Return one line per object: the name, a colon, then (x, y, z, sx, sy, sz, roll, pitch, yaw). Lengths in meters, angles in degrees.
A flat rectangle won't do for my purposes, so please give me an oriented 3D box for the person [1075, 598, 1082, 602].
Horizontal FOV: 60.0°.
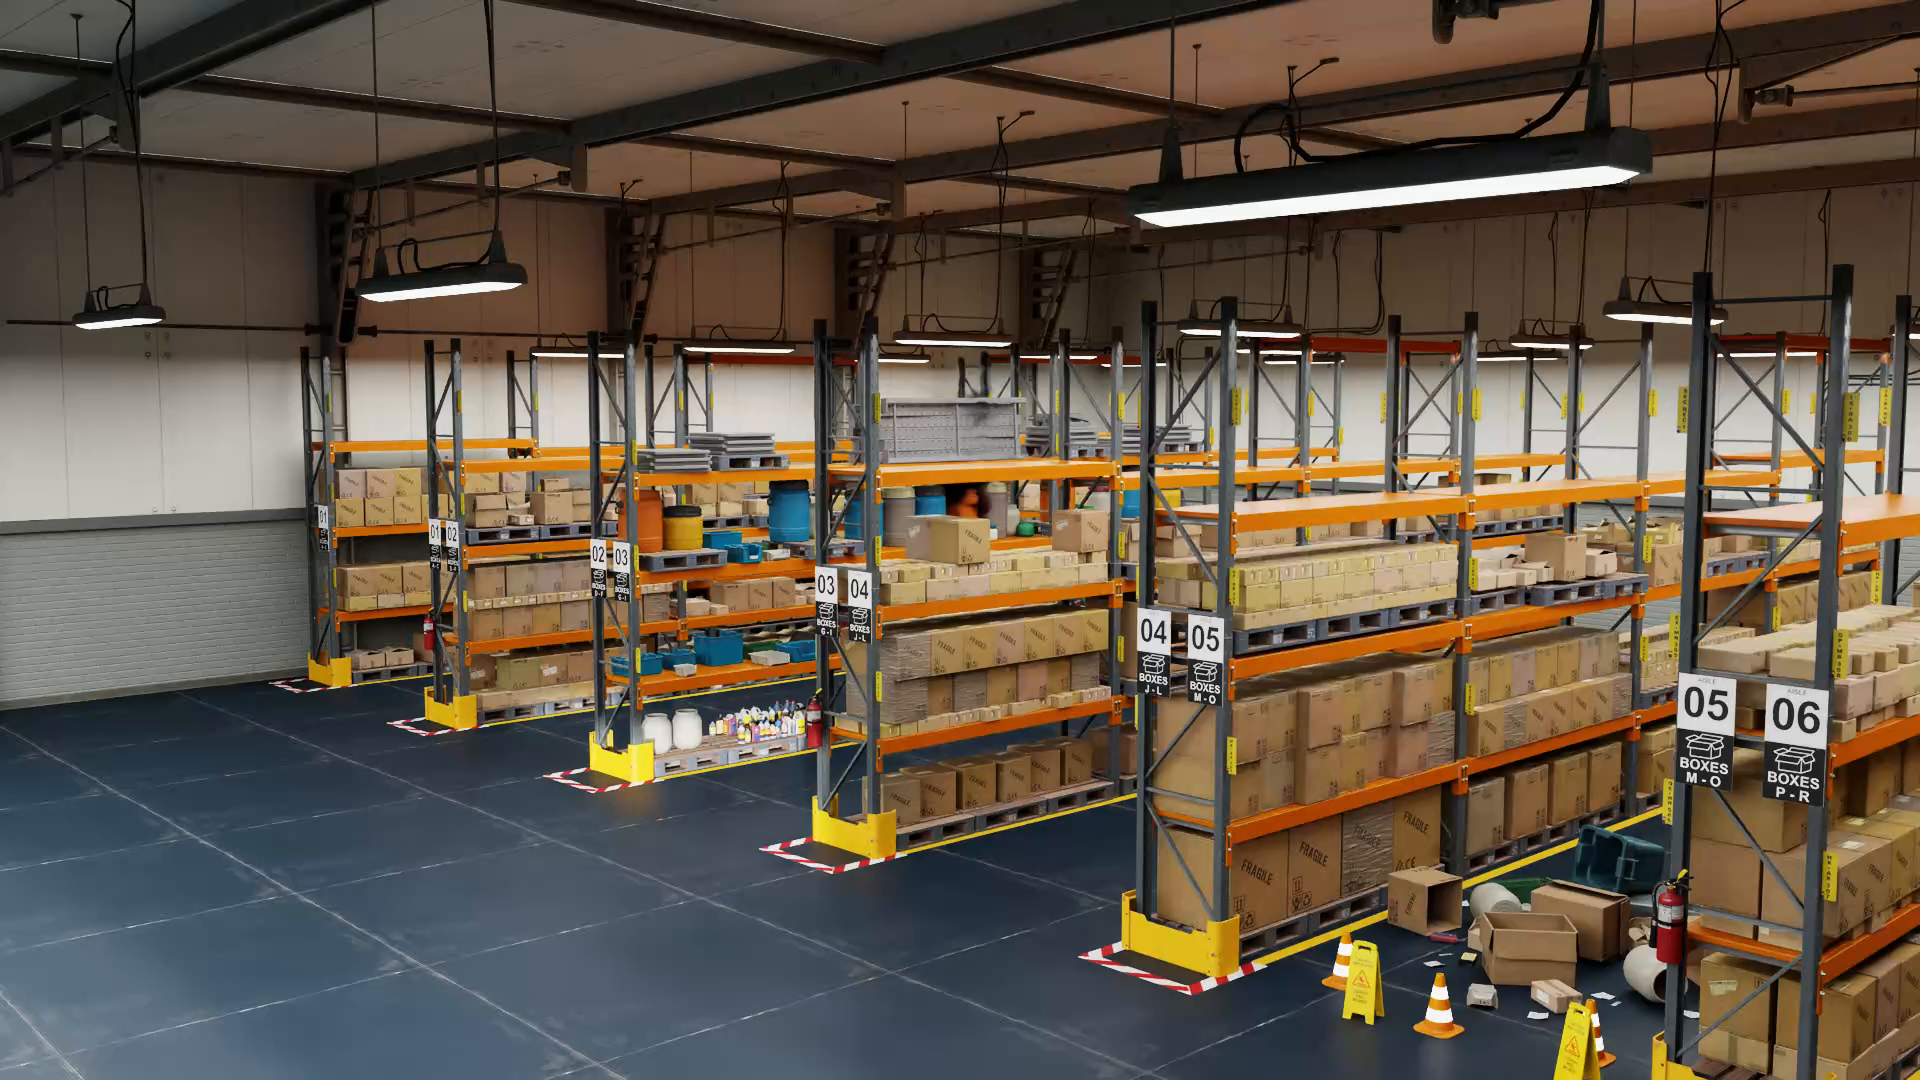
person: (2.401, 1.490, 32.986, 0.486, 1.558, 0.537, 4, 6, 38)
